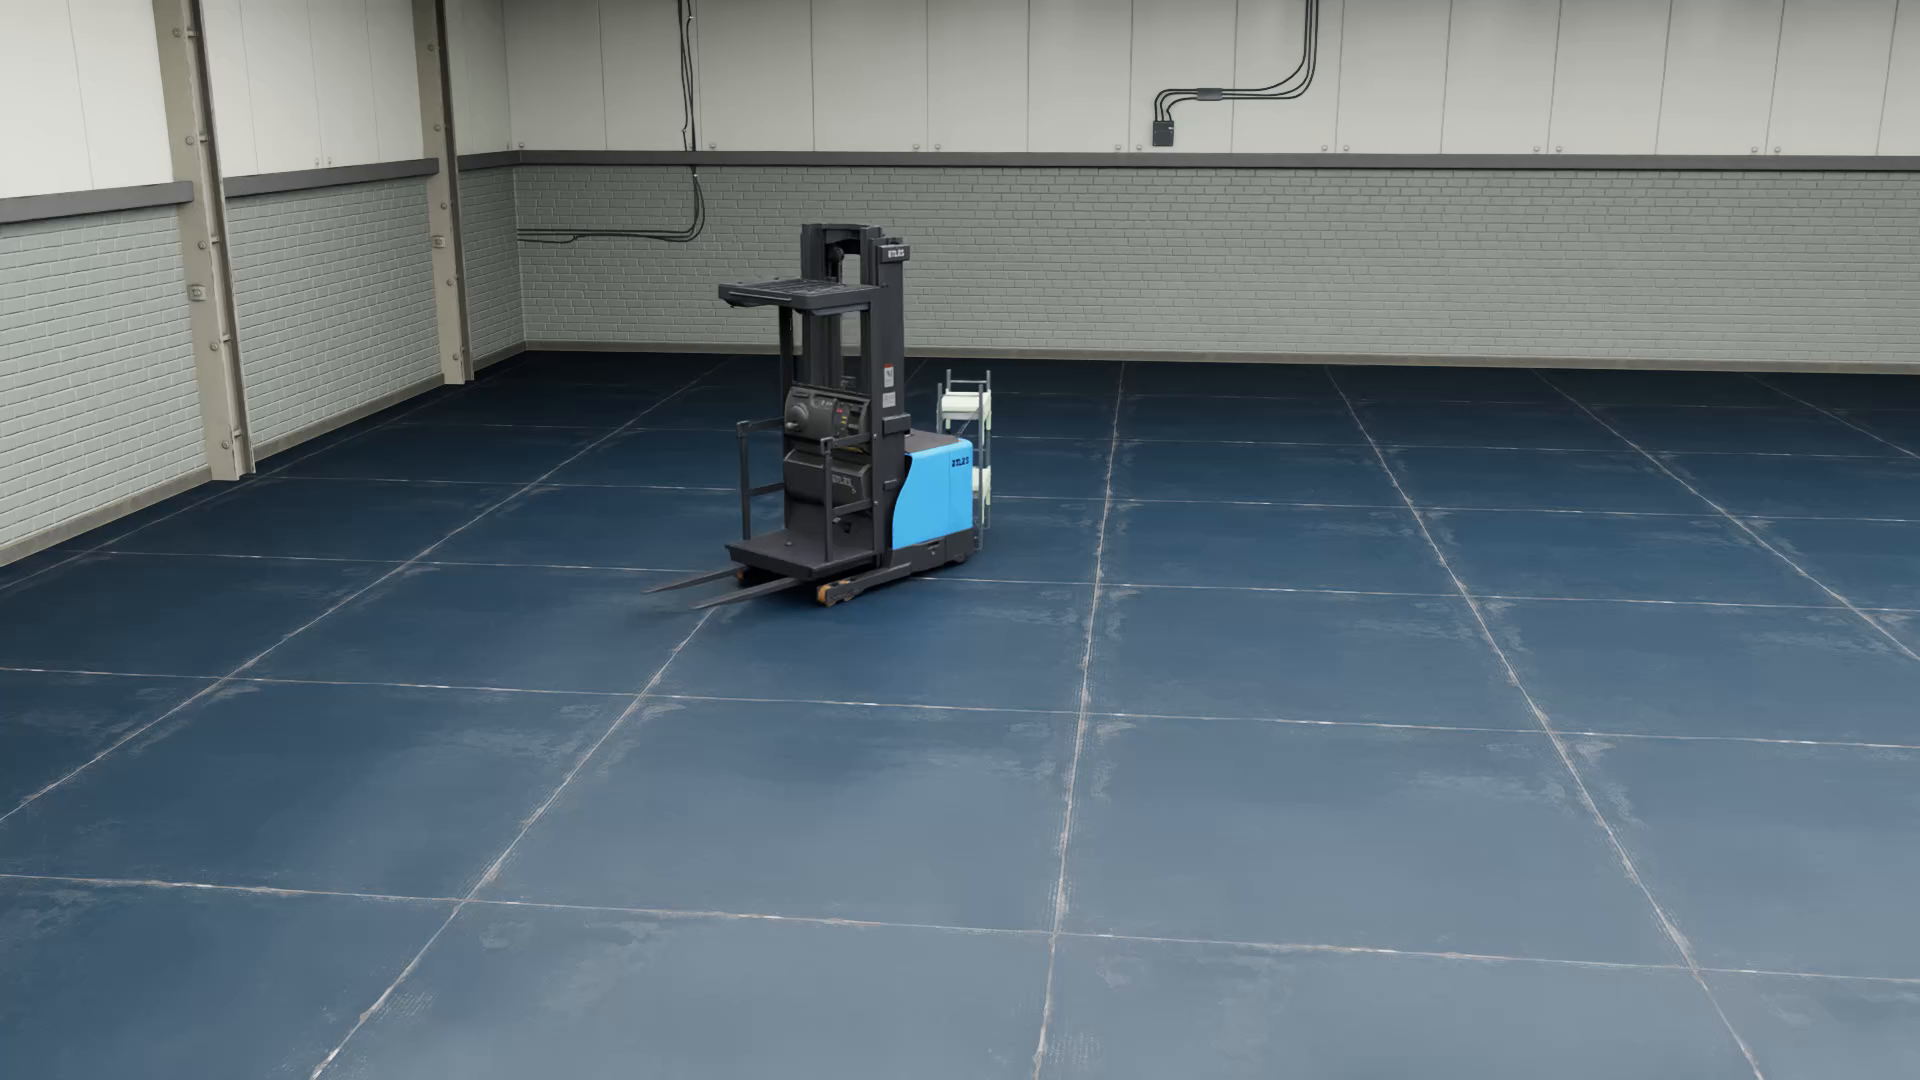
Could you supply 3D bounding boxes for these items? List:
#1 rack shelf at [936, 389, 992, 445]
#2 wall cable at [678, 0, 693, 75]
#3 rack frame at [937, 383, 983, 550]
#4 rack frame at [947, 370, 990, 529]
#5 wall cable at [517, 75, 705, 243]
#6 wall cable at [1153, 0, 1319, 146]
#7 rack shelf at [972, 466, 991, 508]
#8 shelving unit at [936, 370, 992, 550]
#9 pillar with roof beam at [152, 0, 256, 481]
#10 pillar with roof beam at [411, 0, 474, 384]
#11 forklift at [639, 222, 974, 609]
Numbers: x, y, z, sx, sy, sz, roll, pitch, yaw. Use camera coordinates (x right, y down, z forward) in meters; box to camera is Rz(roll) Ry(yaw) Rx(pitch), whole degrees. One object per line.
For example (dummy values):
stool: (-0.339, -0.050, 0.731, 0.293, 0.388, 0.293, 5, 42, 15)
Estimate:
rack shelf: (0.040, -1.115, 15.006, 0.431, 0.370, 0.720, 2, 15, 6)
wall cable: (-2.766, -8.170, 24.497, 3.097, 2.526, 0.112, 2, 15, 6)
rack frame: (0.003, -0.644, 14.757, 0.400, 1.500, 0.023, 2, 15, 6)
rack frame: (0.078, -0.834, 15.459, 0.400, 1.500, 0.023, 2, 15, 6)
wall cable: (-5.454, -5.811, 25.451, 3.097, 2.526, 0.112, 2, 15, 6)
wall cable: (3.977, -8.668, 23.552, 2.305, 6.003, 0.169, 2, 15, 6)
rack shelf: (0.040, -0.424, 15.193, 0.431, 0.370, 0.720, 2, 15, 6)
shelving unit: (0.040, -0.739, 15.108, 0.431, 1.500, 0.755, 2, 15, 6)
pillar with roof beam: (-3.499, -4.902, 16.140, 9.100, 9.000, 0.400, 2, 15, 6)
pillar with roof beam: (-2.822, -6.458, 21.895, 9.100, 9.000, 0.400, 2, 15, 6)
forklift: (-1.235, -1.036, 13.466, 1.130, 2.935, 3.031, 13, 20, 40)
